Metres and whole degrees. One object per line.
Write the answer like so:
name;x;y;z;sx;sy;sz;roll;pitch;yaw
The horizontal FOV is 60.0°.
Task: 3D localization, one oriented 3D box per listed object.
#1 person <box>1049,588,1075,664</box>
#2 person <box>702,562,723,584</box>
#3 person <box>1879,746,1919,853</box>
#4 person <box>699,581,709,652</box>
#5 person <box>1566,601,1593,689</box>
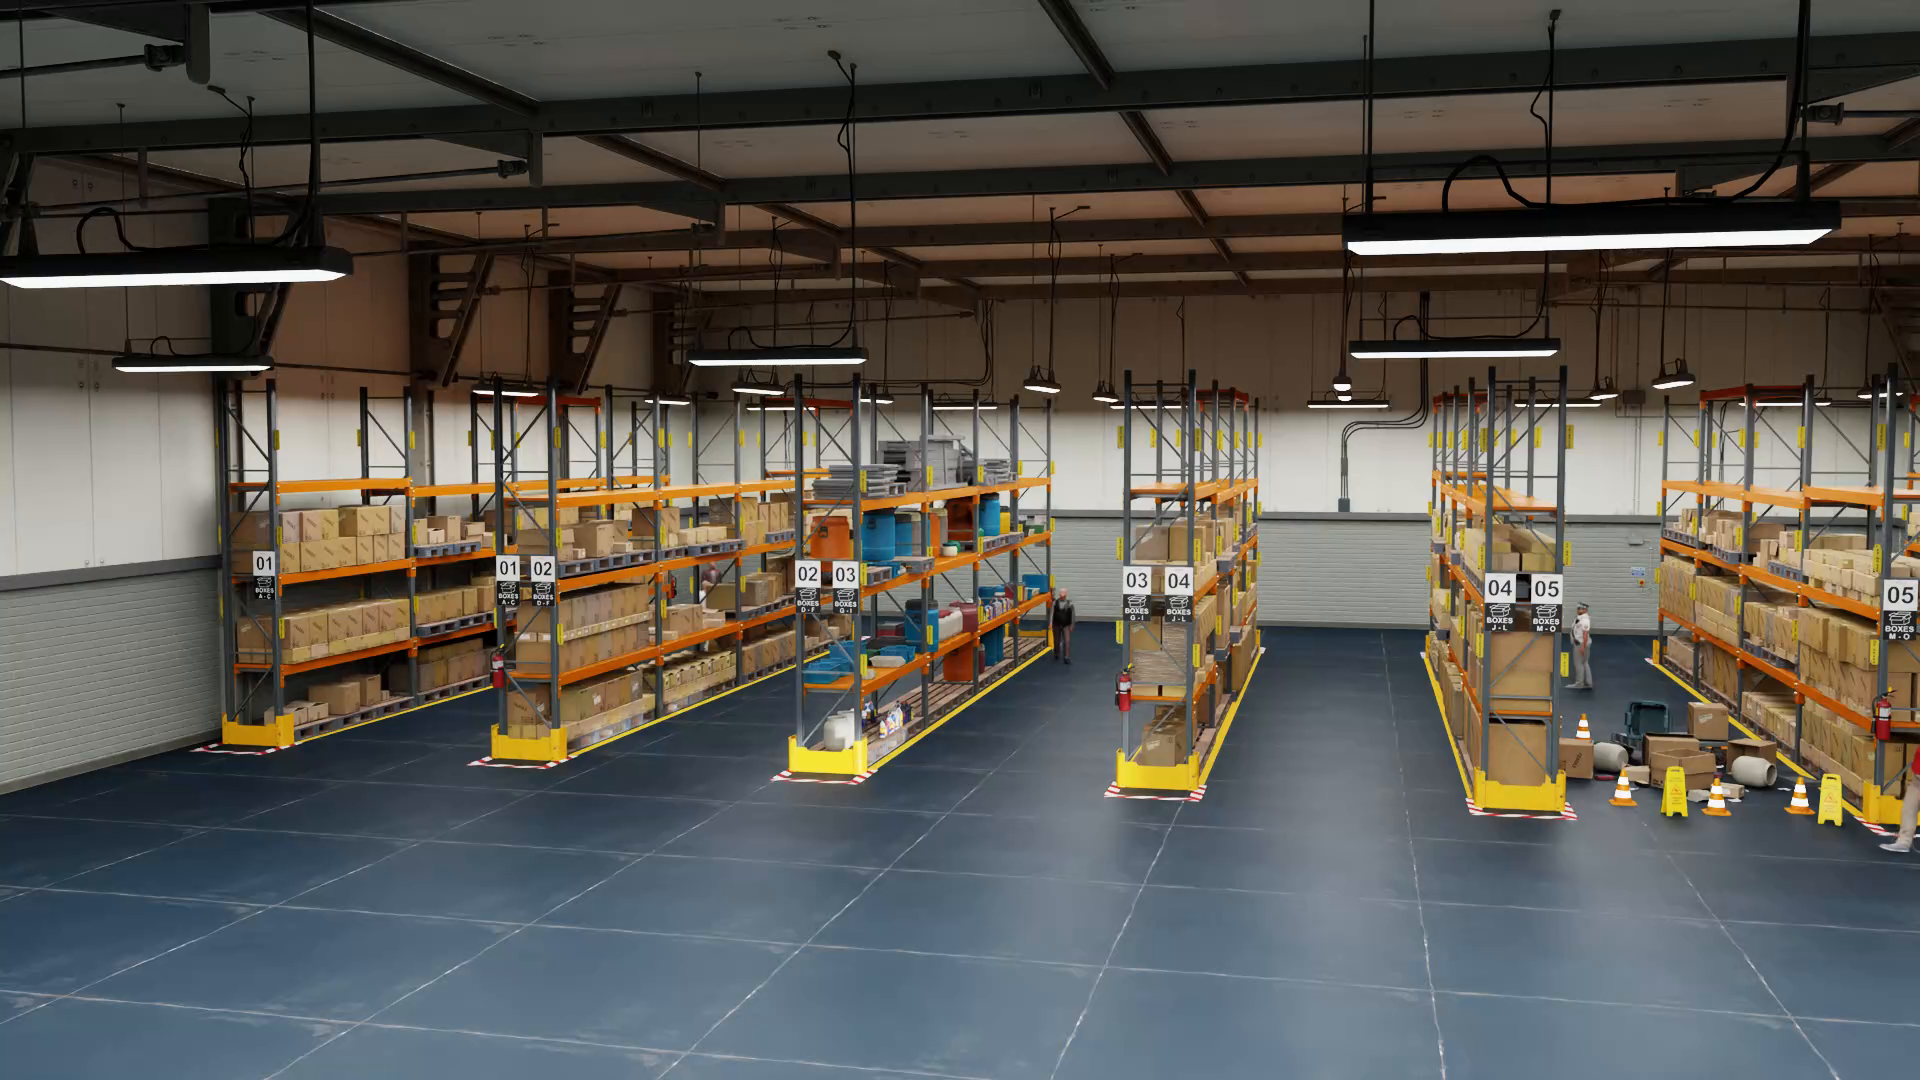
person;2.290;1.927;37.266;0.616;1.681;0.977;0;3;-3
person;-6.719;1.413;45.121;0.573;1.727;1.106;-1;3;-9
person;11.704;2.952;20.019;1.002;1.691;0.508;0;3;-4
person;-5.900;1.807;38.463;0.536;1.727;1.048;1;3;12
person;12.528;2.112;33.545;0.456;1.775;0.571;2;4;36
